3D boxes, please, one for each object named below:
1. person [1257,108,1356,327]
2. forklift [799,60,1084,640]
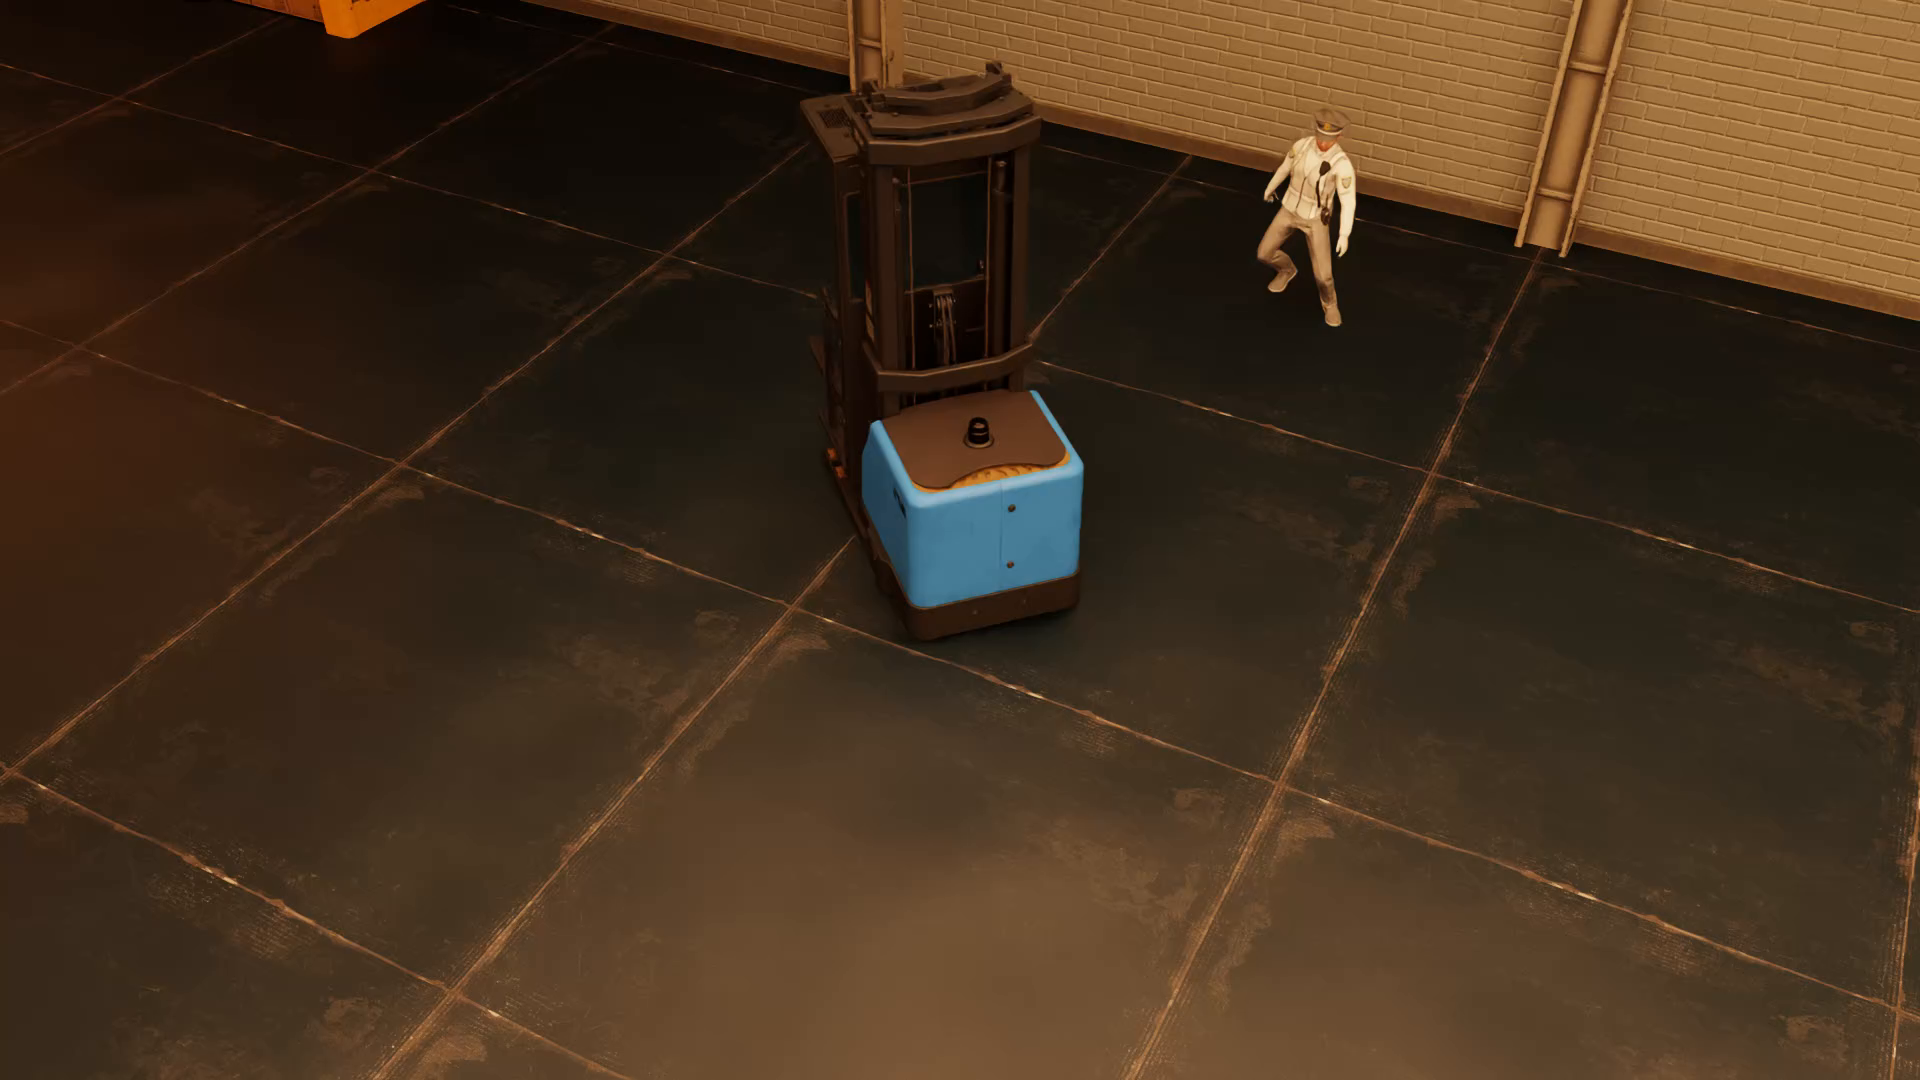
[{"bbox_3d":[2.464,-2.332,11.817,0.460,1.585,0.820,-30,49,-31],"label":"person"},{"bbox_3d":[-0.254,-1.509,9.778,1.130,2.935,3.031,-12,42,-14],"label":"forklift"}]
